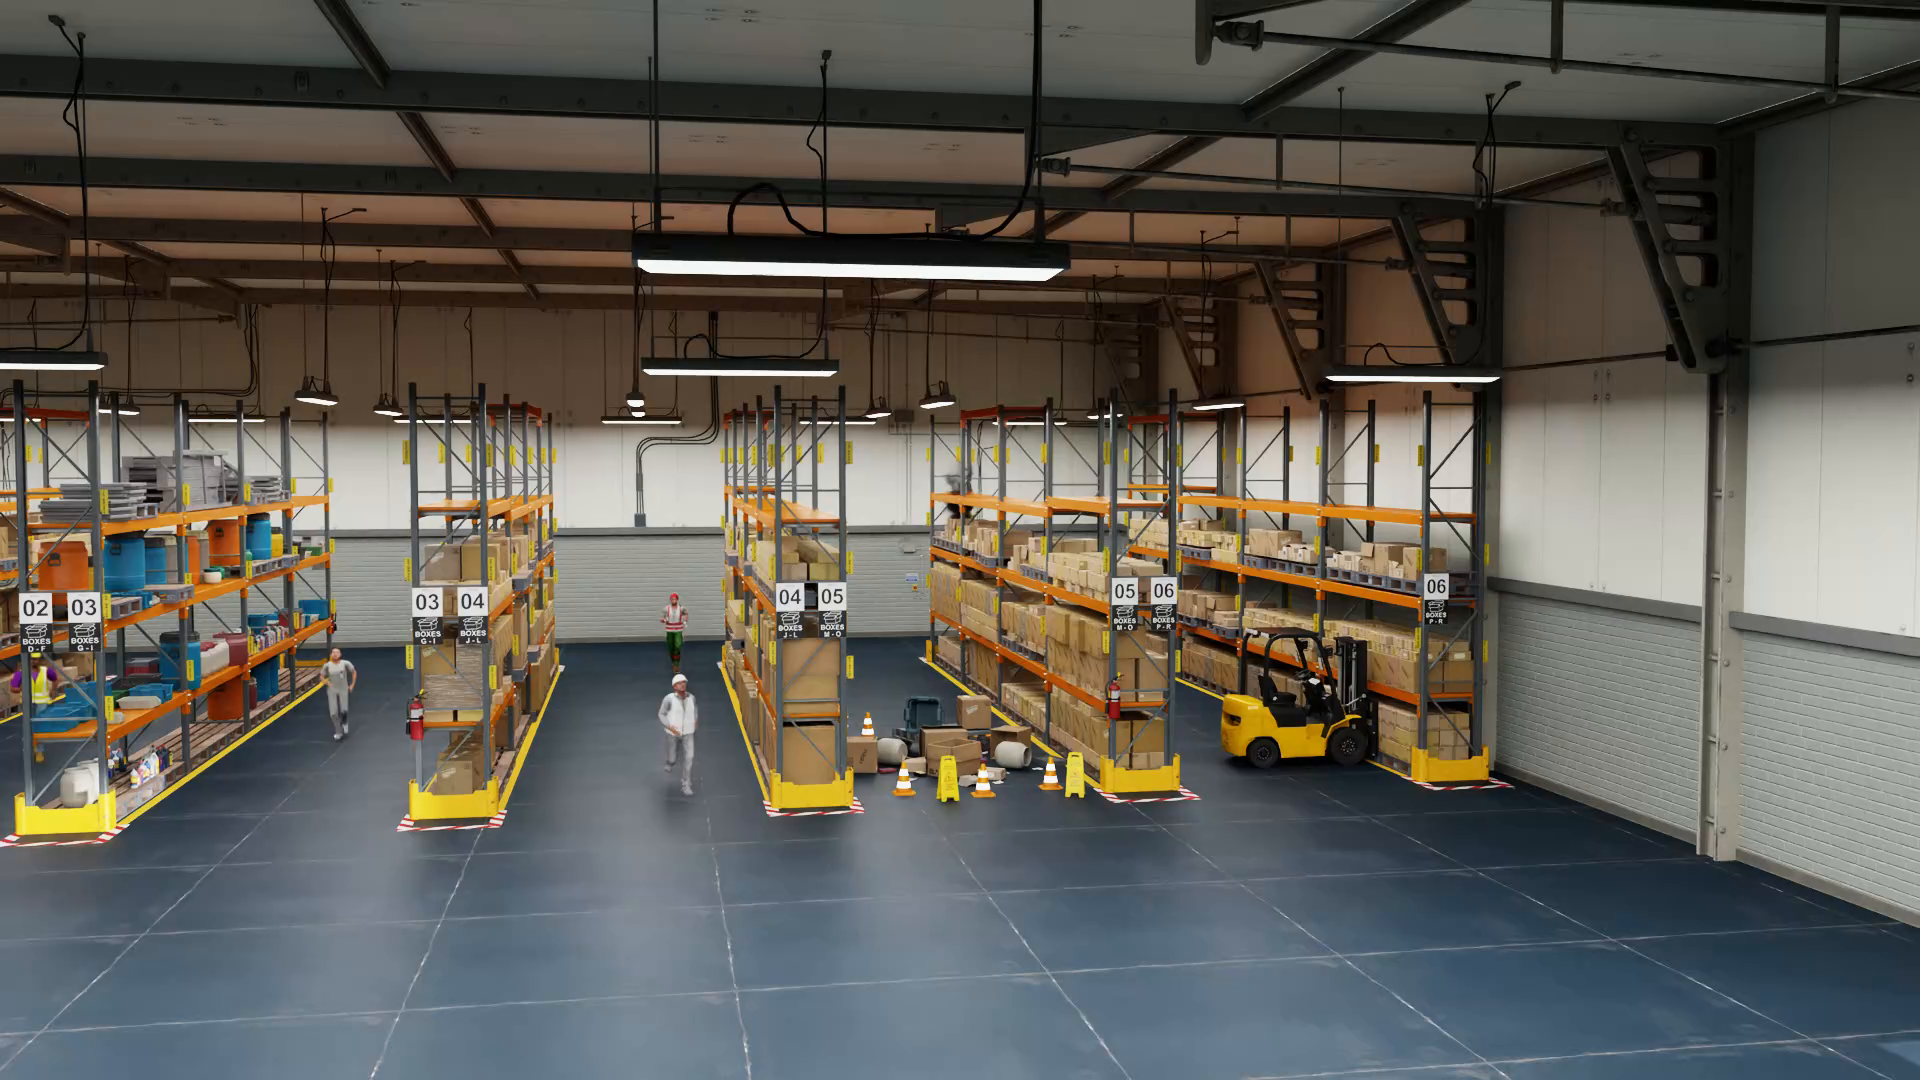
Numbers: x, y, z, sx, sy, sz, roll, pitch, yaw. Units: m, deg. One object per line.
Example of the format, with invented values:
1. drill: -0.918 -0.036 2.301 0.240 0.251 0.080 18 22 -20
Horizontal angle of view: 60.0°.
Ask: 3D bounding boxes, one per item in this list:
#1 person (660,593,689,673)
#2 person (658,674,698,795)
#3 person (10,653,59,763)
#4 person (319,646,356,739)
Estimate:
1. person: -6.597 2.121 38.365 0.650 1.782 0.961 0 3 -6
2. person: -4.208 2.891 24.944 0.643 1.759 0.998 -1 3 -22
3. person: -15.180 2.710 27.275 0.688 1.787 0.891 -1 3 -26
4. person: -10.969 2.700 29.316 0.612 1.628 0.542 -1 3 -17
